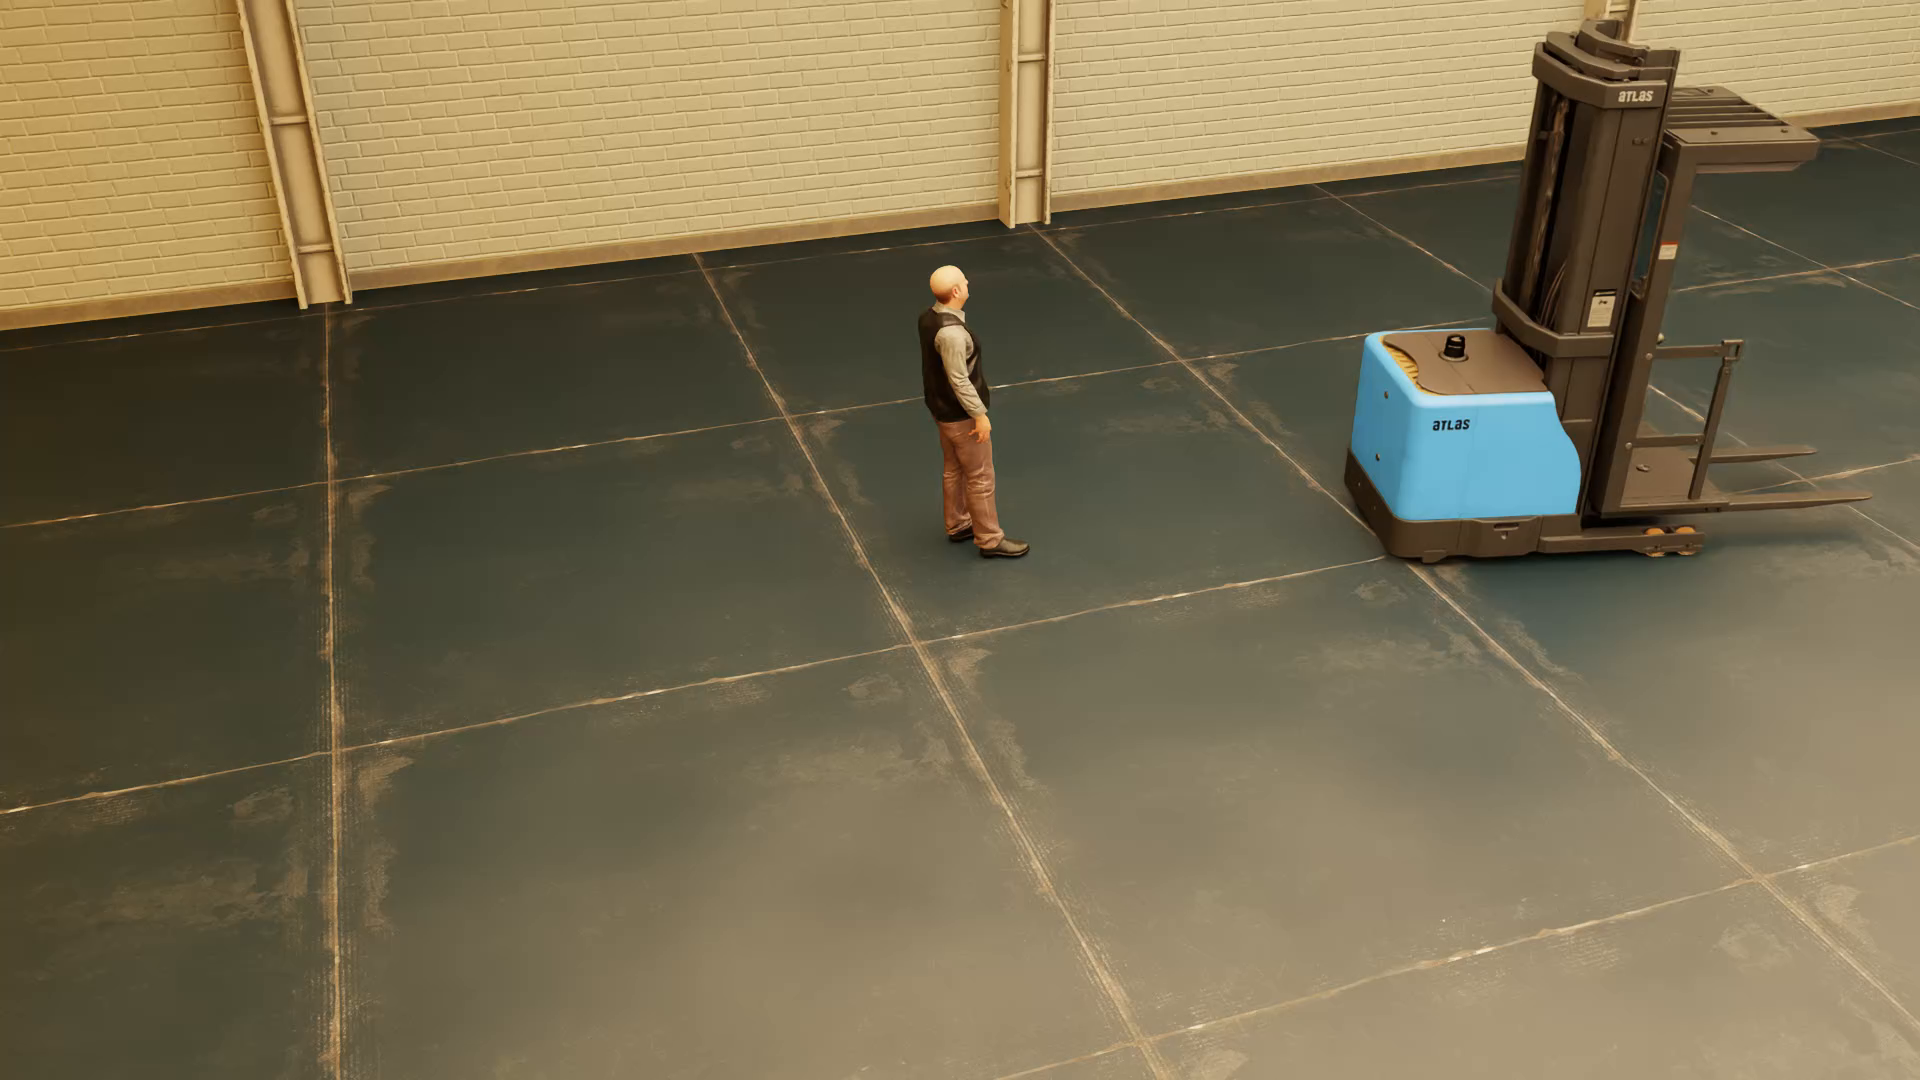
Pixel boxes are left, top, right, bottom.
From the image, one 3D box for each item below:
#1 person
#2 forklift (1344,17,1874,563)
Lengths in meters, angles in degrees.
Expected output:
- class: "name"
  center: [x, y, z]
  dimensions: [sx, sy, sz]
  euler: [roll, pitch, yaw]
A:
- class: "person"
  center: [0.062, -0.756, 9.607]
  dimensions: [0.566, 1.715, 0.633]
  euler: [-10, 31, -16]
- class: "forklift"
  center: [3.977, -1.431, 9.575]
  dimensions: [3.031, 2.935, 1.130]
  euler: [-3, 30, -5]
